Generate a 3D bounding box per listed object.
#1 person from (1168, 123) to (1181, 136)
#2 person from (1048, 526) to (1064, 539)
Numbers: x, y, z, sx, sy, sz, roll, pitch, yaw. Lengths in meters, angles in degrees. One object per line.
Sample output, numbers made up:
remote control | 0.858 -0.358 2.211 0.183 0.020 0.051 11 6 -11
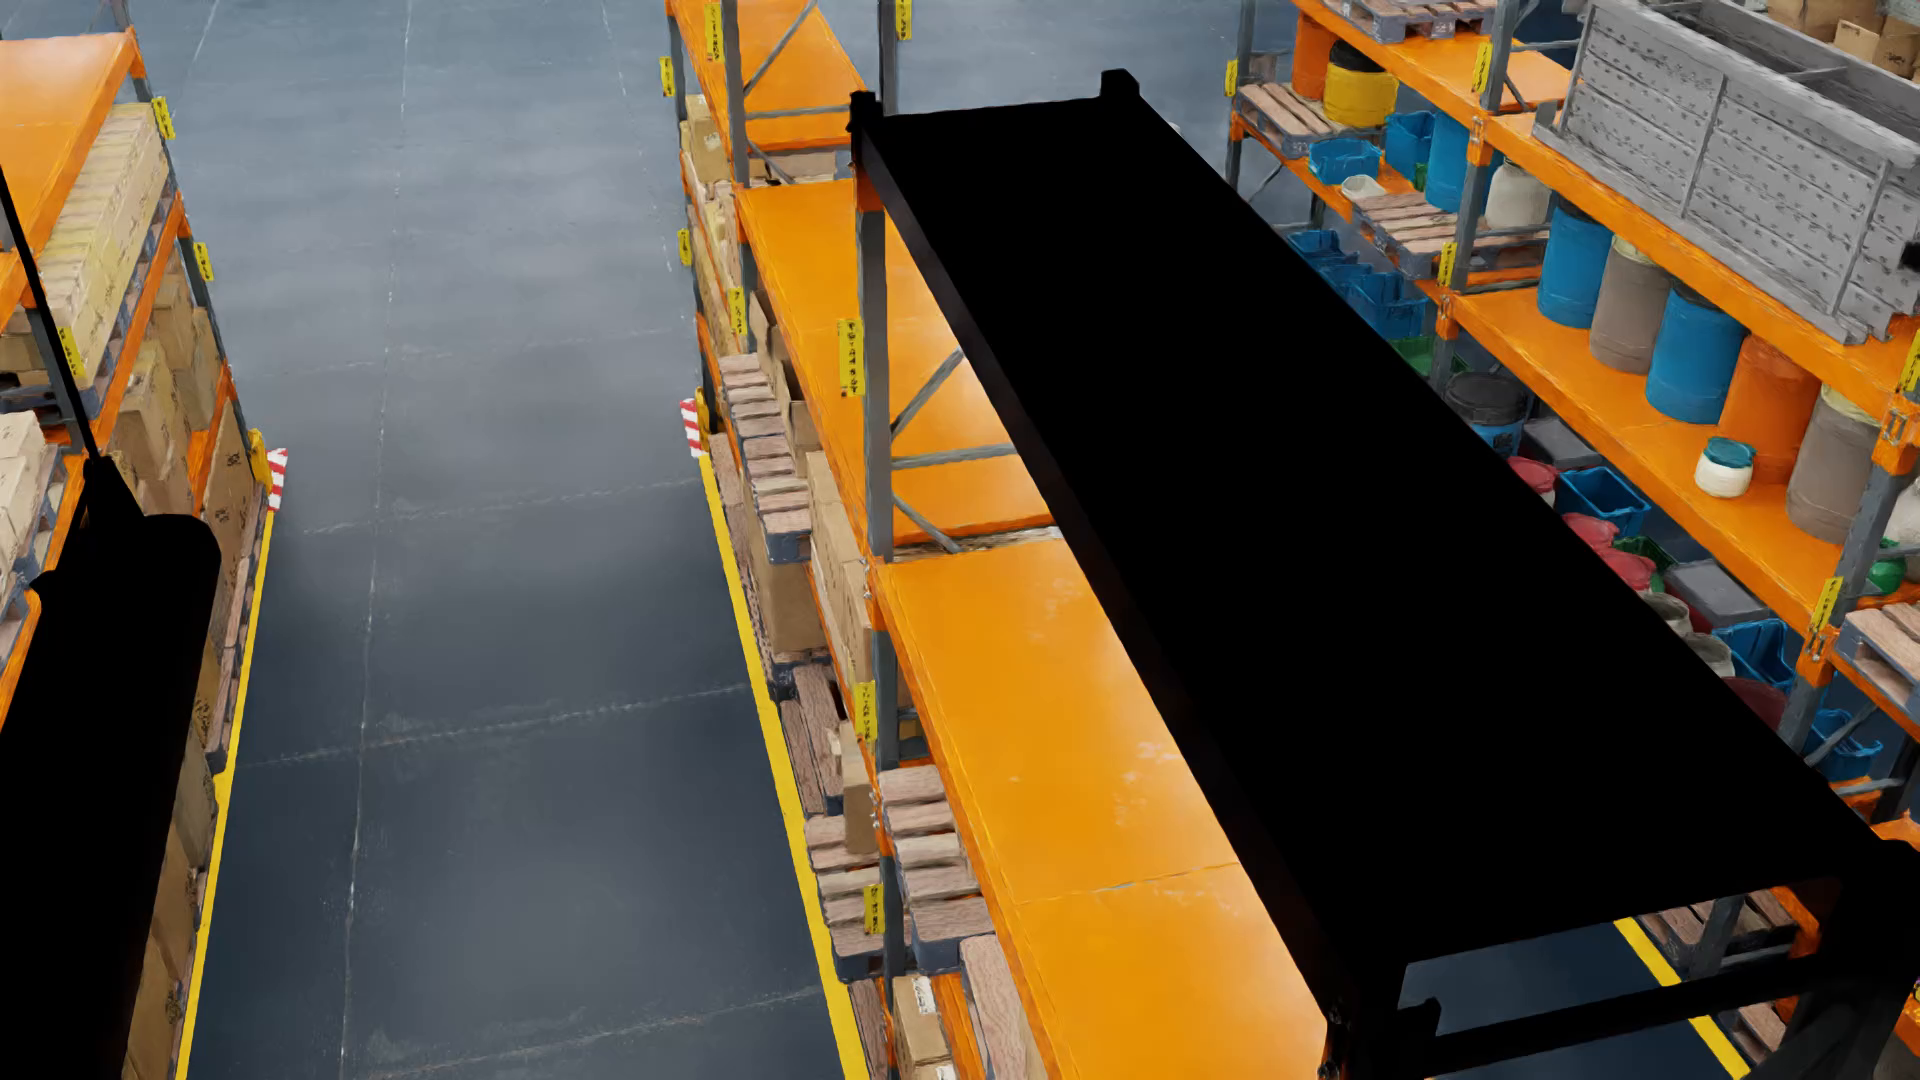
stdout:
person | 2.321 -3.604 17.813 0.579 1.753 0.612 26 42 33
person | 0.677 0.346 12.054 0.598 1.698 1.194 -7 35 -10
